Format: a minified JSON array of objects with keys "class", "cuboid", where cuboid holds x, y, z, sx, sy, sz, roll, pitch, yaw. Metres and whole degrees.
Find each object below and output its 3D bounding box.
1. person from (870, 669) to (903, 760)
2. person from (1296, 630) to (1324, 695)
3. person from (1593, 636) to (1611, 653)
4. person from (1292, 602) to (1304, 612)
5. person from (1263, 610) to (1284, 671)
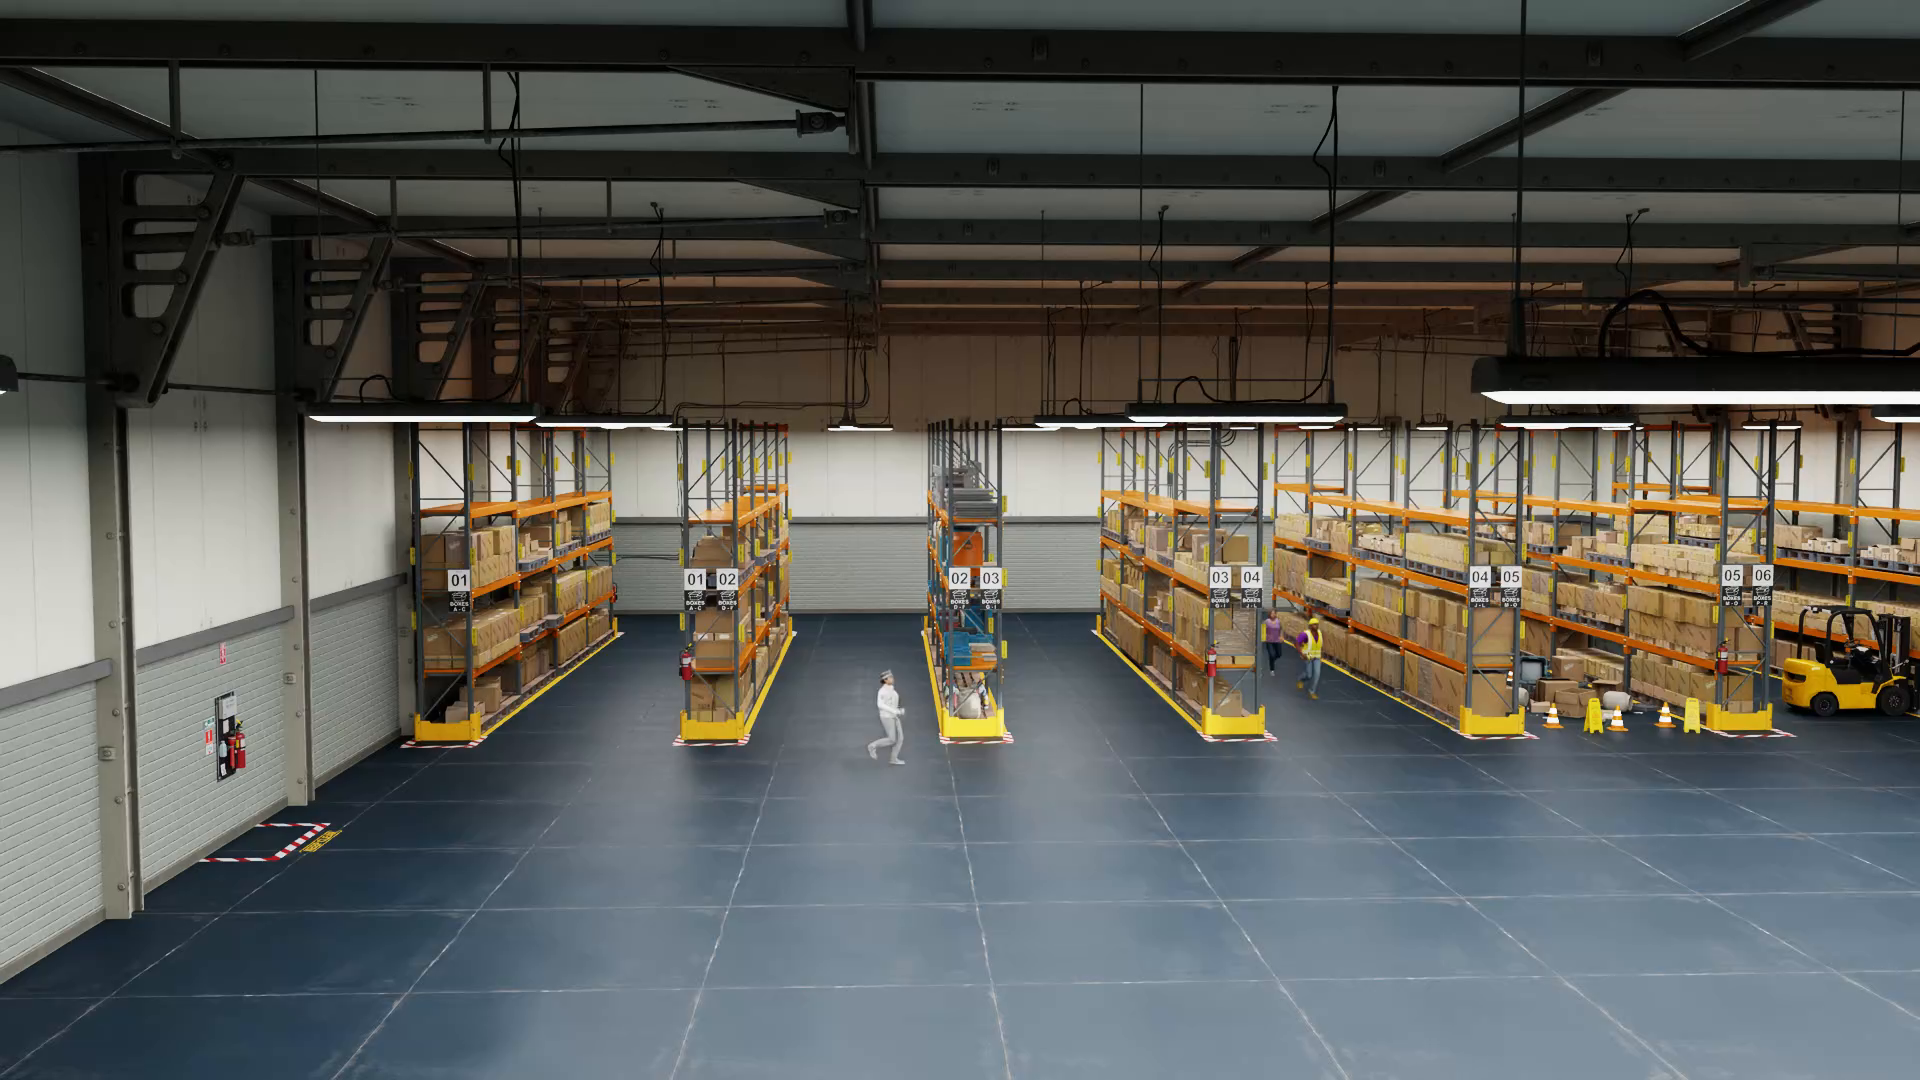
[{"class":"person","cuboid":[-1.255,3.024,28.758,0.554,1.593,0.385,1,4,17]},{"class":"person","cuboid":[7.615,2.646,36.155,0.697,1.411,0.611,-1,4,-19]},{"class":"person","cuboid":[16.090,2.175,41.623,0.685,1.826,0.776,0,4,-4]},{"class":"person","cuboid":[10.083,1.670,49.599,0.880,1.777,0.598,-2,4,-26]},{"class":"person","cuboid":[7.420,2.384,39.412,0.595,1.471,0.490,-1,4,-9]}]
